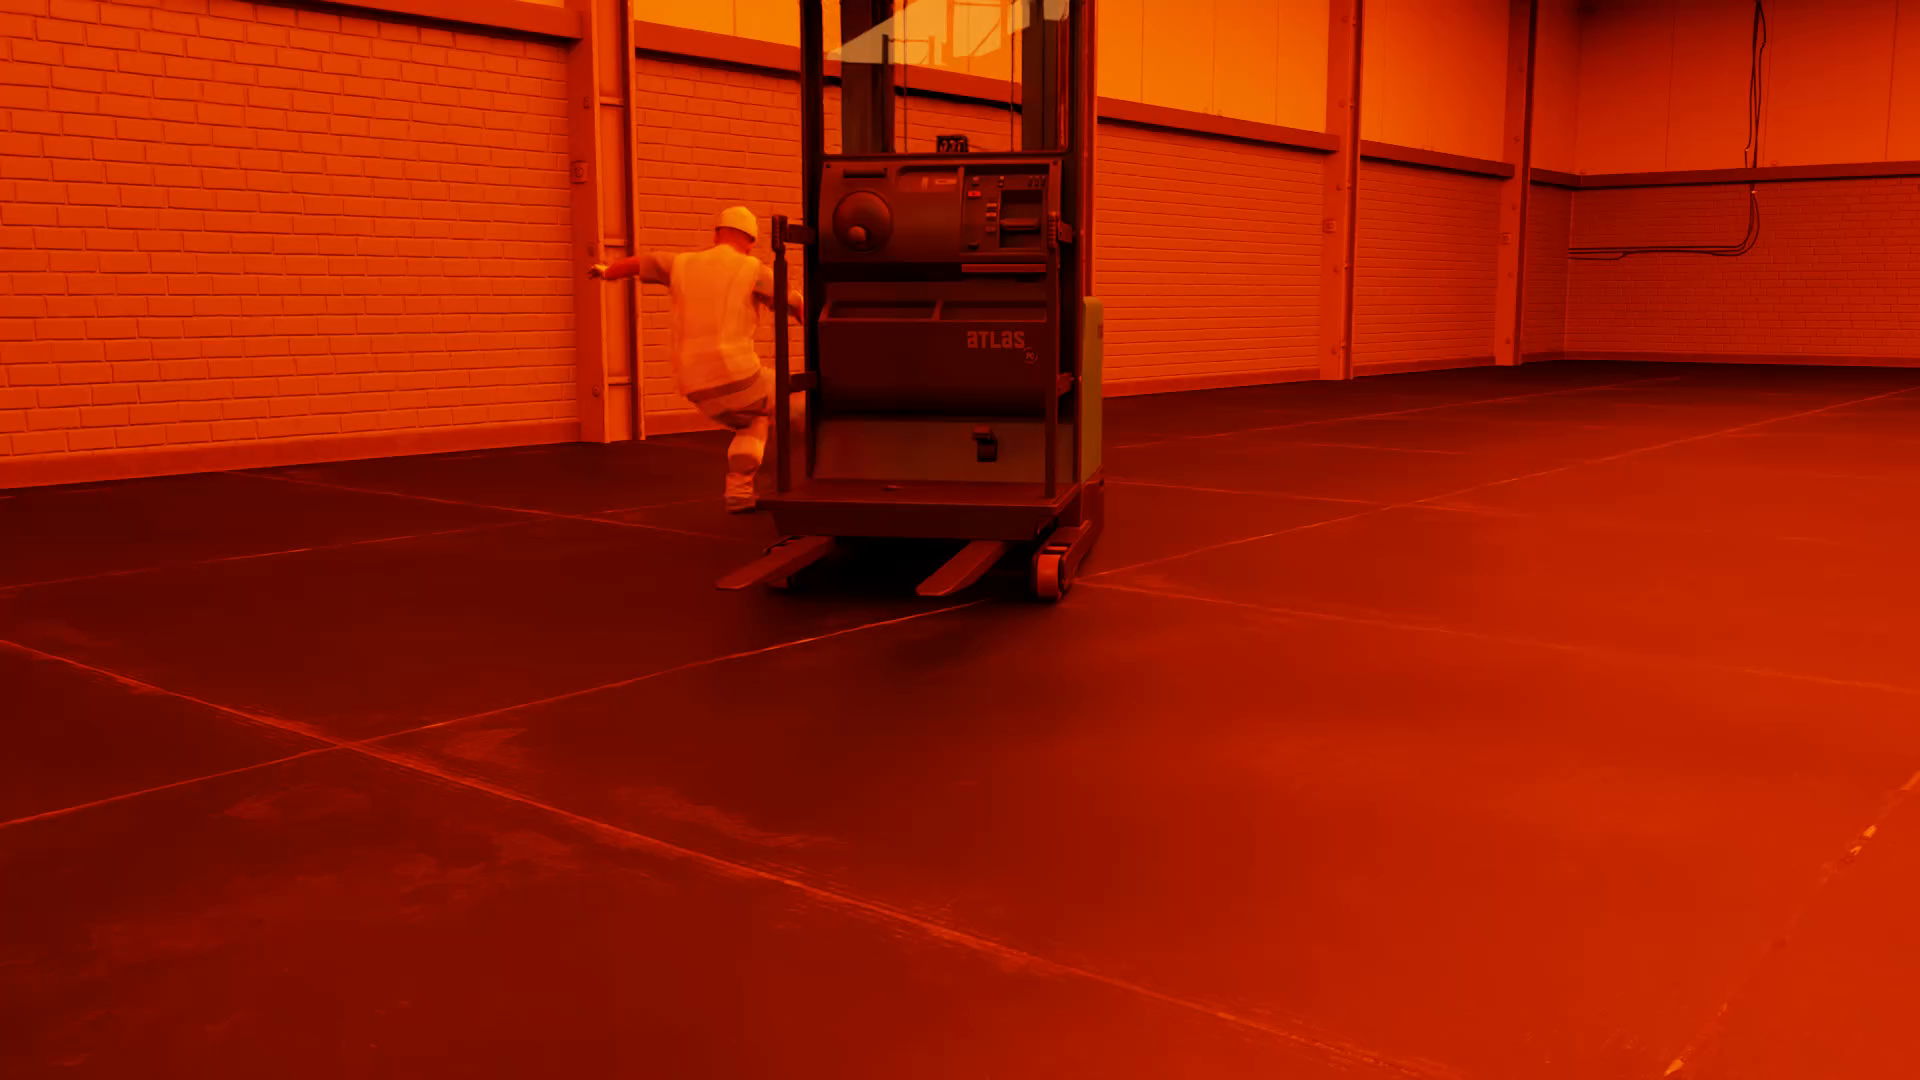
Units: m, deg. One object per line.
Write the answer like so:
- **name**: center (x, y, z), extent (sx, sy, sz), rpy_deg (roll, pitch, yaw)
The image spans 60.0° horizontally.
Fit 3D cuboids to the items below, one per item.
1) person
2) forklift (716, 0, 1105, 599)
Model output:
- **person**: center (-1.053, -0.805, 7.739), extent (1.613, 1.479, 0.804), rpy_deg (2, 9, 16)
- **forklift**: center (-0.115, -1.295, 6.130), extent (1.130, 2.935, 3.031), rpy_deg (2, 8, 10)
